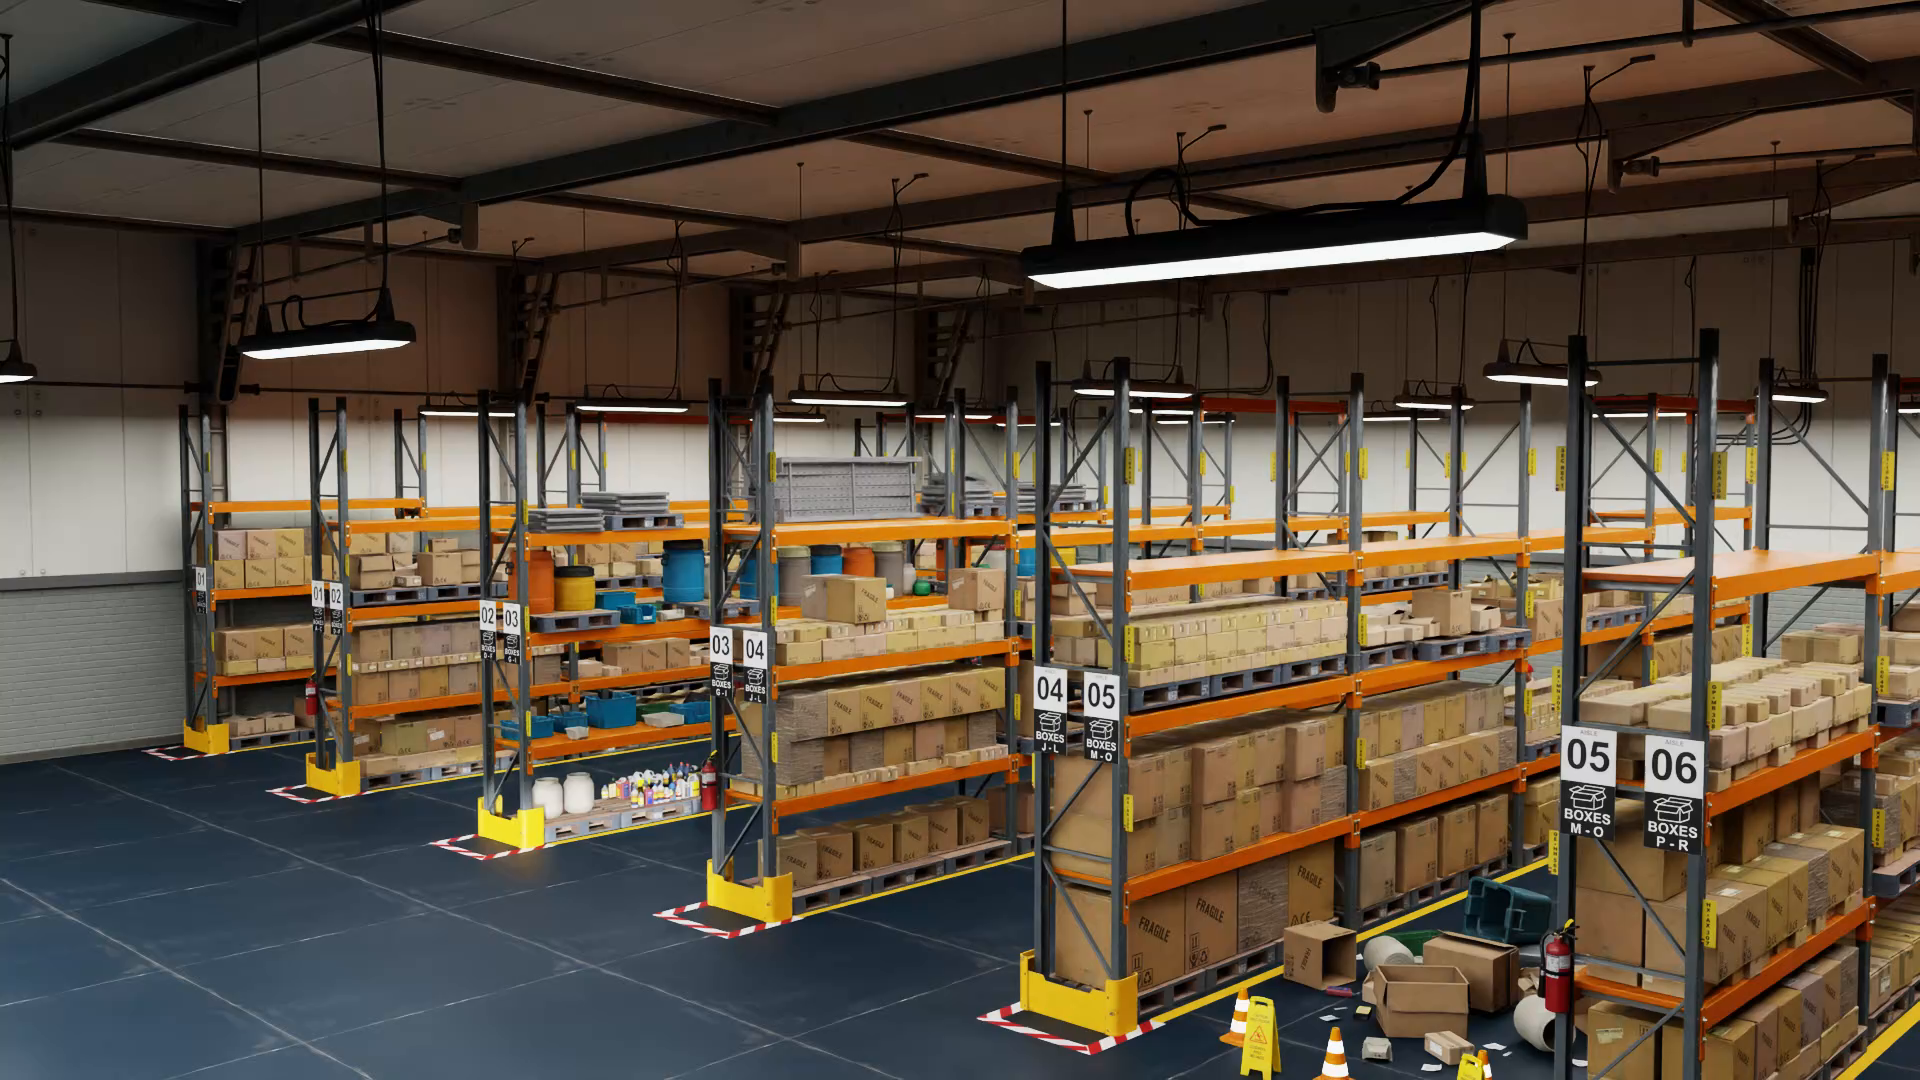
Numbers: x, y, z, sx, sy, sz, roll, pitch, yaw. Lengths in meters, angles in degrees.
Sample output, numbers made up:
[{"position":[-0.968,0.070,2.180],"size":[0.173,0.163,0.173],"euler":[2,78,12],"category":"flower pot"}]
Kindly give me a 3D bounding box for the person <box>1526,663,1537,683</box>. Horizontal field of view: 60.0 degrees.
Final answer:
[{"position":[9.453,2.872,27.519],"size":[0.796,1.697,0.593],"euler":[-2,4,-35],"category":"person"}]
